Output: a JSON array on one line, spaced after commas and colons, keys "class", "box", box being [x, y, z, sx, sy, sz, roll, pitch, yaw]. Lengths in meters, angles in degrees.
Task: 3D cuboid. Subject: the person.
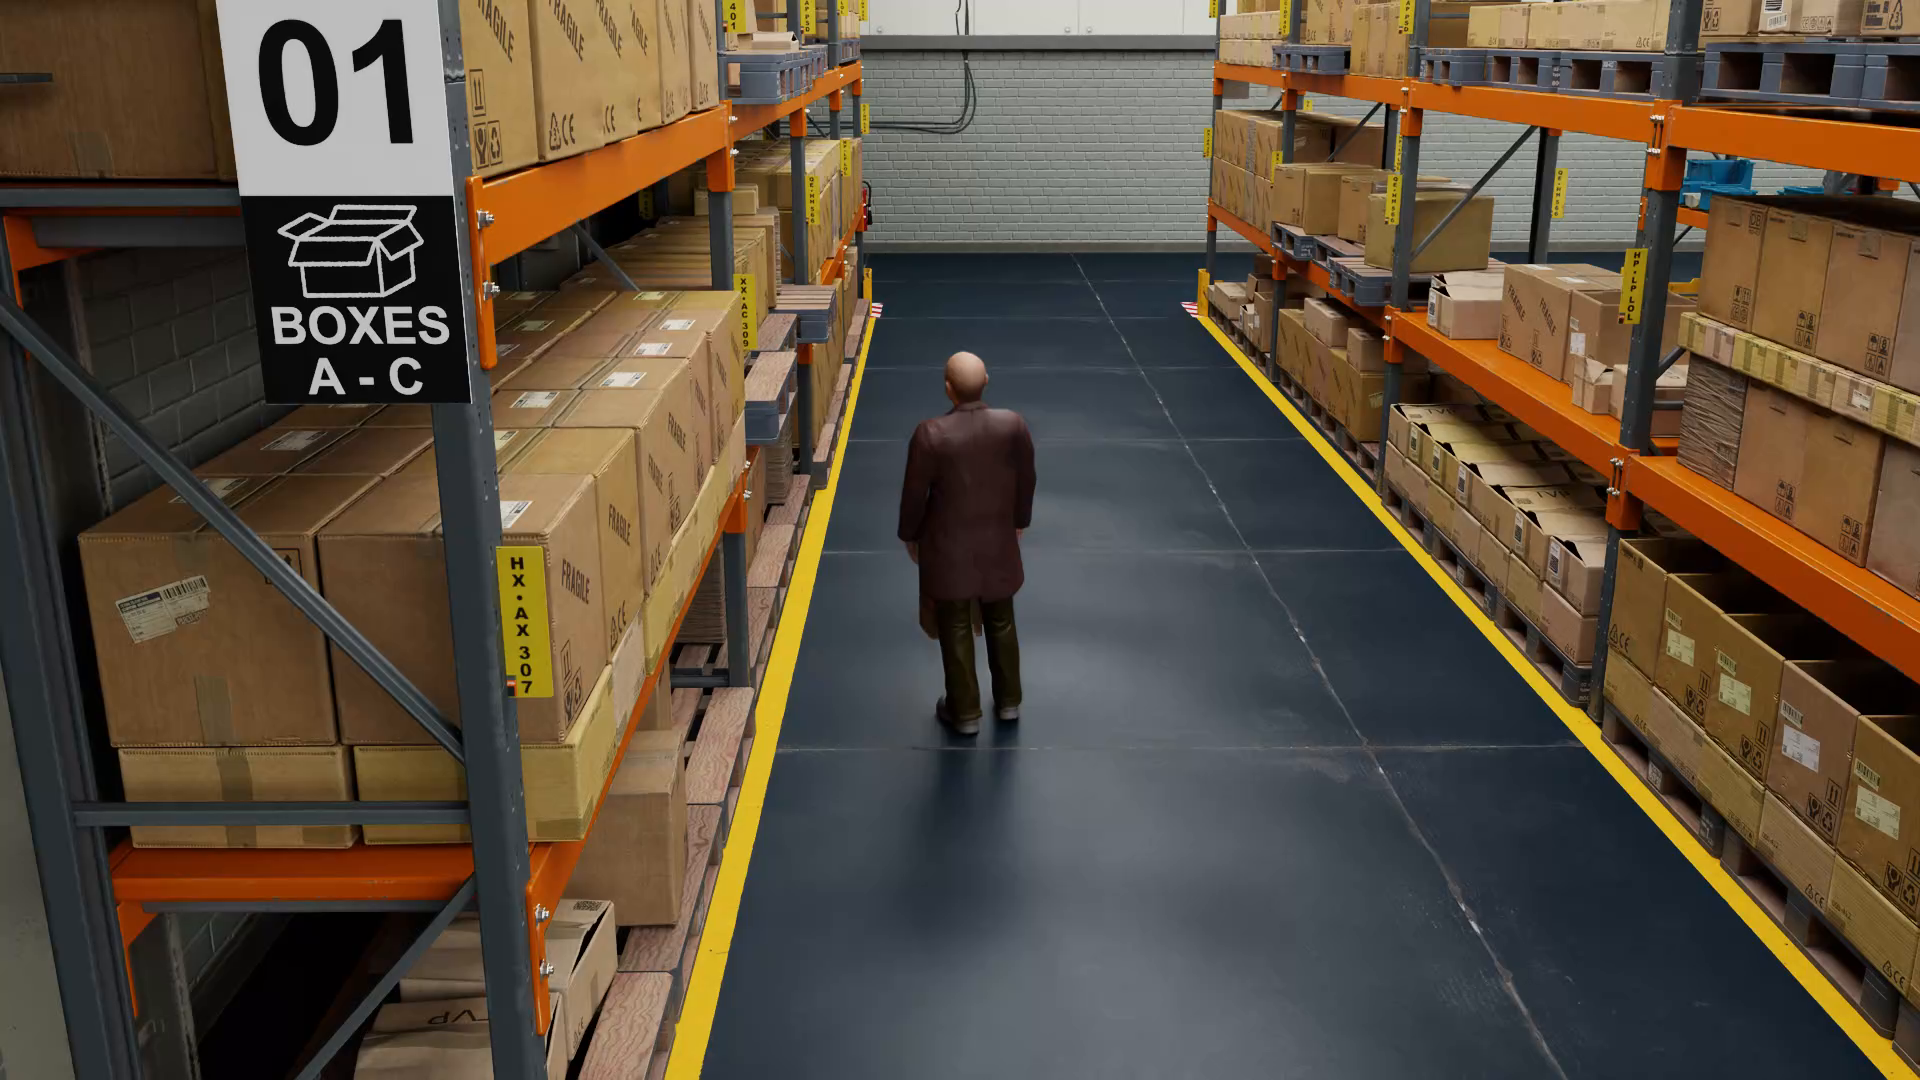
[{"class": "person", "box": [0.019, -0.007, 7.562, 0.694, 1.775, 0.582, -4, 17, -12]}]
